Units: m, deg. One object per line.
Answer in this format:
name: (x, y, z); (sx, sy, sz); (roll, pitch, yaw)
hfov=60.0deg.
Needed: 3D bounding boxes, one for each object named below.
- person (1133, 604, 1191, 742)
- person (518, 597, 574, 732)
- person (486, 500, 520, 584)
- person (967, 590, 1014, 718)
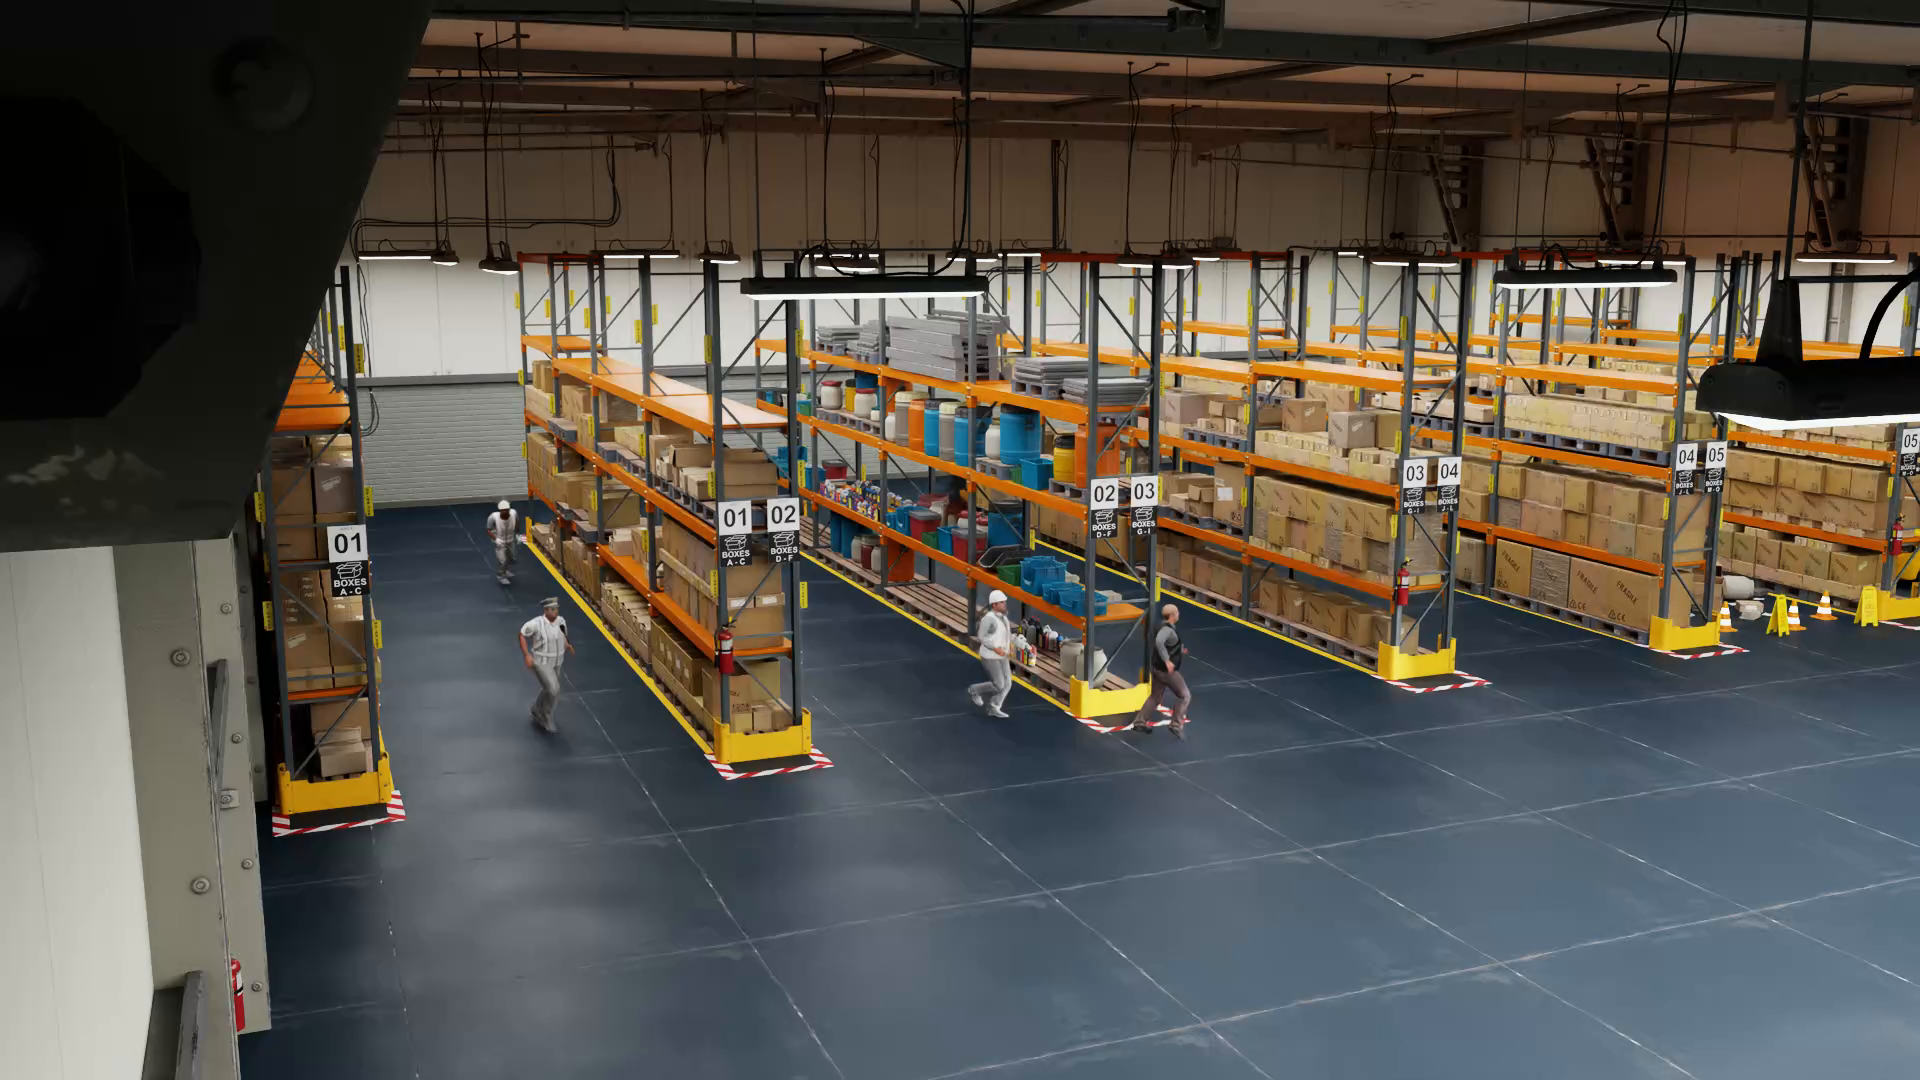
person: (2.554, 1.694, 21.040); (0.714, 1.783, 0.745); (-1, 10, -8)
person: (-5.341, 1.605, 21.535); (0.842, 1.803, 0.605); (7, 13, 35)
person: (-8.358, 0.022, 30.400); (0.664, 1.614, 0.936); (-8, 13, -39)
person: (0.404, 1.506, 22.082); (0.644, 1.722, 0.645); (6, 12, 31)
